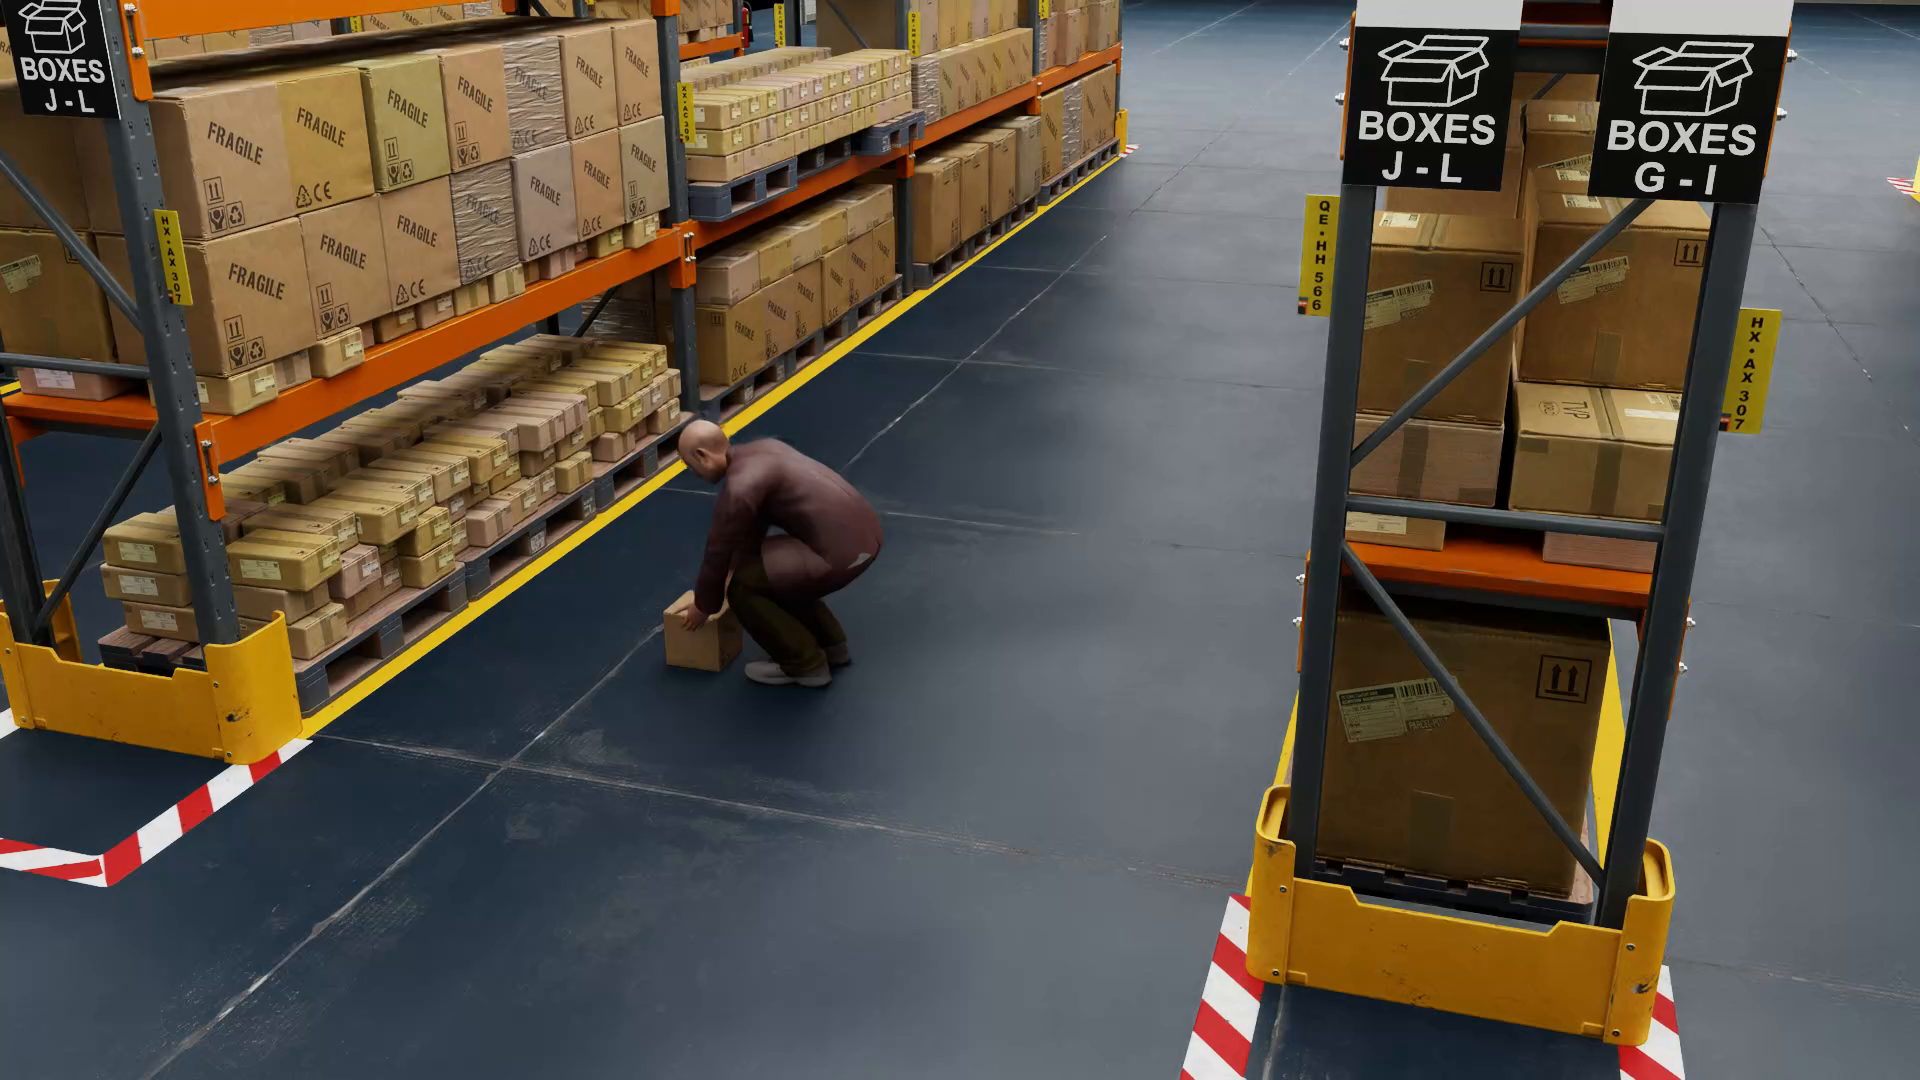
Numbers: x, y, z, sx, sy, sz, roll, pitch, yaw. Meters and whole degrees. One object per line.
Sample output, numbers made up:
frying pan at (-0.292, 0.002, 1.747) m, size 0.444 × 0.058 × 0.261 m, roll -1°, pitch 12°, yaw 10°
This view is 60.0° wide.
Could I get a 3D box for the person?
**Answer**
person at (-0.744, 0.055, 6.916) m, size 0.860 × 1.081 × 0.615 m, roll 6°, pitch 23°, yaw 16°
